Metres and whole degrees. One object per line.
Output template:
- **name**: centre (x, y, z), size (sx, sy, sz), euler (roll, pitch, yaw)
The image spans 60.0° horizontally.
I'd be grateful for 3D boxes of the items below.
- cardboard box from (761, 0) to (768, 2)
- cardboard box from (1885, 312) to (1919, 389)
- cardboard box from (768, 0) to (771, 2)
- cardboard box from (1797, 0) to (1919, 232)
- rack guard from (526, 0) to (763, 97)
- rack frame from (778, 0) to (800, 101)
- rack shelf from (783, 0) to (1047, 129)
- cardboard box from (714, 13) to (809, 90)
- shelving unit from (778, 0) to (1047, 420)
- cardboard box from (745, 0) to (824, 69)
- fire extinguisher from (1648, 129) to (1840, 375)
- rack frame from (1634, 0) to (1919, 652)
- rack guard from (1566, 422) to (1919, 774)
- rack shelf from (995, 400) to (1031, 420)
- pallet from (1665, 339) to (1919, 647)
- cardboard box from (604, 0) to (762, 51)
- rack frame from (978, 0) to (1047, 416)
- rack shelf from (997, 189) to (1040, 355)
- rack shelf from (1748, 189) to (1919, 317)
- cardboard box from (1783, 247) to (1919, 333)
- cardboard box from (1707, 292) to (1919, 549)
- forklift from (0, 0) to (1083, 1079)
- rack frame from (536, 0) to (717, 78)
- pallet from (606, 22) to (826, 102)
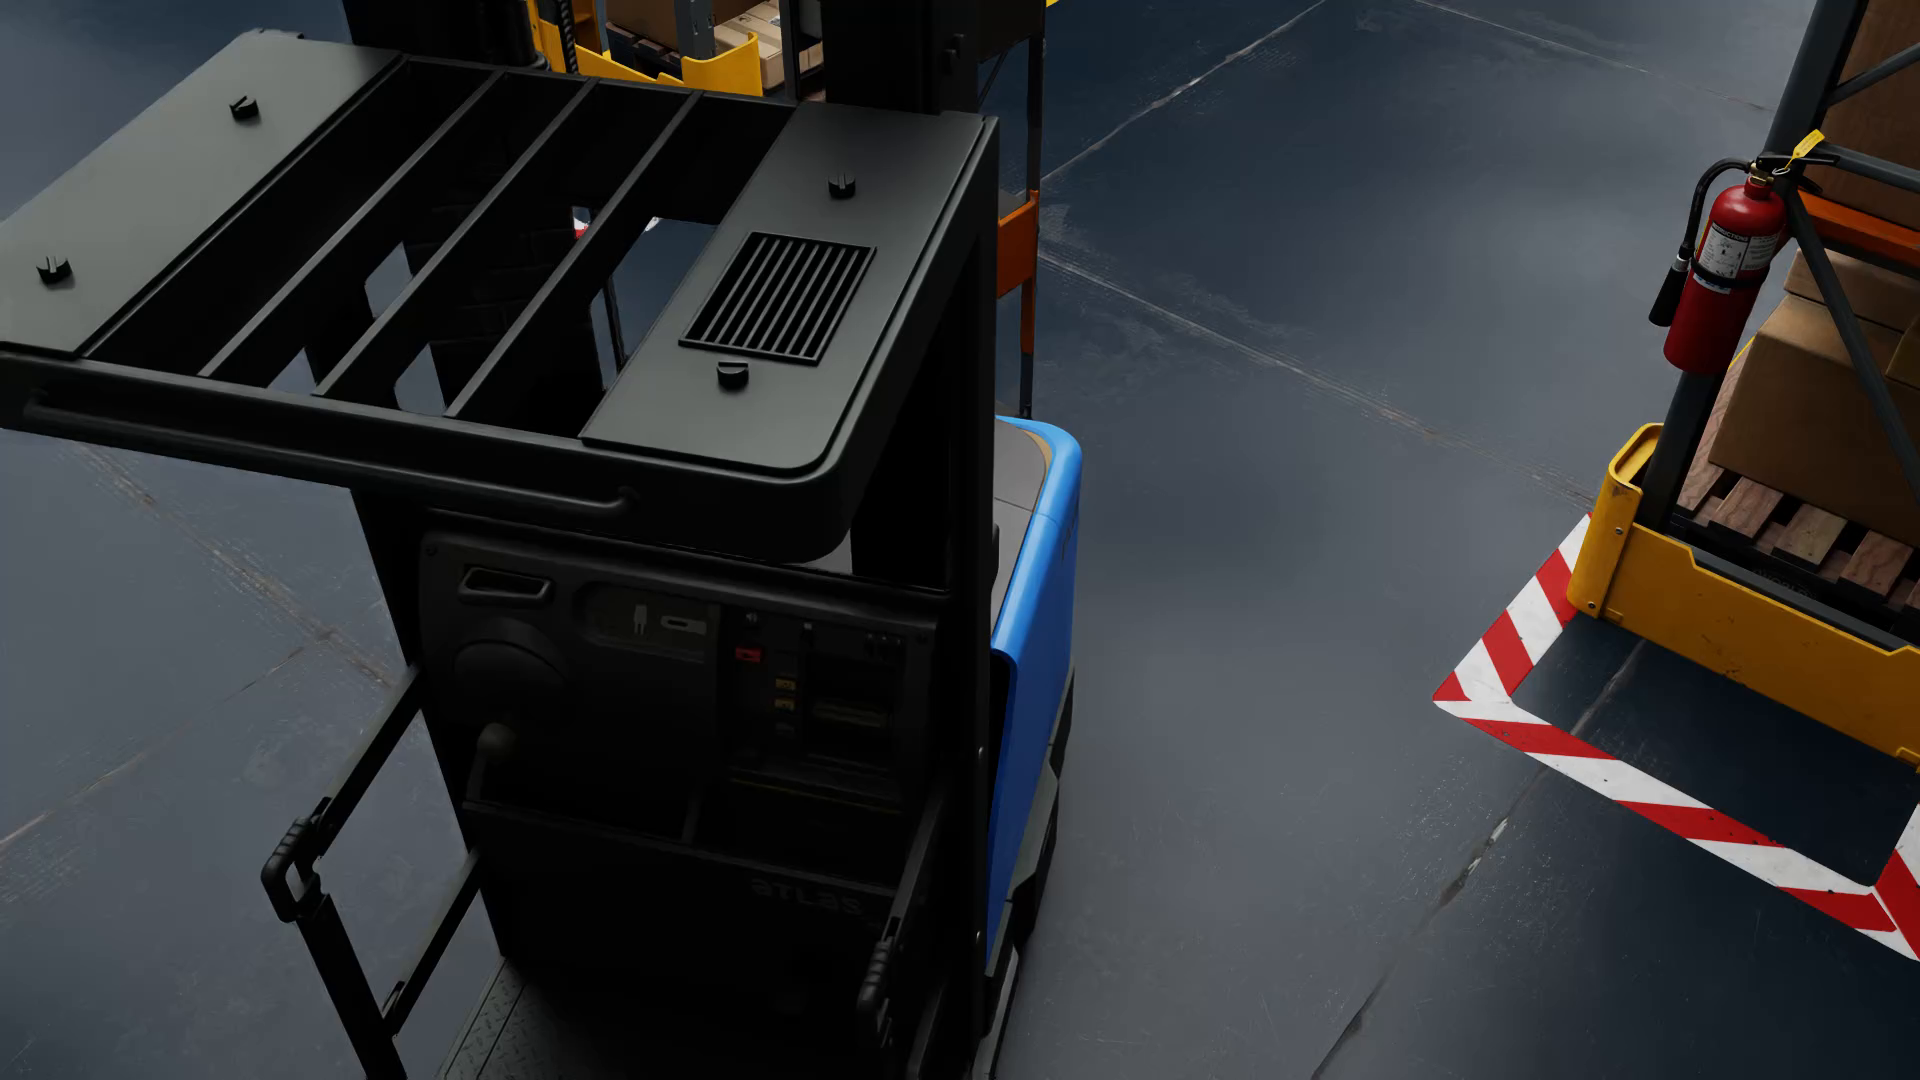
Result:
- **cardboard box**: centre (-0.913, -2.588, 7.646), size (0.380, 0.166, 0.250), euler (29, 50, 28)
- **cardboard box**: centre (2.837, -0.498, 4.632), size (0.380, 0.149, 0.250), euler (30, 50, 29)
- **cardboard box**: centre (-0.515, -2.478, 7.462), size (0.500, 0.250, 0.500), euler (29, 50, 28)
- **cardboard box**: centre (2.711, -1.153, 4.065), size (0.980, 0.700, 0.700), euler (32, 51, 30)
- **rack guard**: centre (-1.355, -2.032, 7.113), size (1.175, 0.500, 0.348), euler (29, 50, 28)
- **rack frame**: centre (-0.264, -0.566, 4.312), size (0.400, 2.100, 0.015), euler (29, 50, 28)
- **rack shelf**: centre (-0.107, -1.199, 3.988), size (0.431, 0.518, 0.480), euler (29, 50, 28)
- **cardboard box**: centre (-0.871, -2.092, 7.114), size (0.380, 0.149, 0.250), euler (29, 50, 28)
- **shelving unit**: centre (-0.107, -0.692, 4.450), size (0.431, 2.100, 0.503), euler (29, 50, 28)
- **cardboard box**: centre (-0.710, -2.228, 7.249), size (0.380, 0.166, 0.250), euler (29, 50, 28)
- **fire extinguisher**: centre (1.940, -0.730, 4.158), size (0.296, 0.674, 0.183), euler (29, 50, 28)
- **rack frame**: centre (2.390, -0.775, 3.872), size (1.000, 3.000, 0.127), euler (29, 50, 28)
- **rack guard**: centre (2.375, 0.162, 4.700), size (1.175, 0.500, 0.348), euler (29, 50, 28)
- **rack shelf**: centre (-0.107, -0.164, 4.930), size (0.431, 0.518, 0.480), euler (29, 50, 28)
- **pallet**: centre (2.845, -0.189, 5.301), size (1.003, 0.211, 1.213), euler (29, 50, 28)
- **cardboard box**: centre (-1.242, -2.542, 7.347), size (0.500, 0.500, 0.500), euler (29, 50, 28)
- **rack frame**: centre (0.050, -0.817, 4.588), size (0.400, 2.100, 0.015), euler (29, 50, 28)
- **rack shelf**: centre (-0.107, -0.682, 4.459), size (0.431, 0.518, 0.480), euler (29, 50, 28)
- **rack shelf**: centre (3.678, -1.538, 5.247), size (1.077, 0.370, 4.000), euler (29, 50, 28)
- **cardboard box**: centre (2.707, -0.794, 4.957), size (0.380, 0.149, 0.250), euler (29, 50, 28)
- **cardboard box**: centre (2.764, -0.409, 5.016), size (0.700, 0.500, 0.500), euler (29, 50, 28)
- **forklift**: centre (-0.547, 0.323, 2.716), size (1.130, 2.935, 3.031), euler (9, 43, 10)
- **rack frame**: centre (-1.404, -2.918, 6.229), size (1.000, 3.000, 0.127), euler (29, 50, 28)
- **pallet**: centre (-0.842, -2.336, 7.662), size (1.003, 0.211, 1.213), euler (29, 50, 28)
